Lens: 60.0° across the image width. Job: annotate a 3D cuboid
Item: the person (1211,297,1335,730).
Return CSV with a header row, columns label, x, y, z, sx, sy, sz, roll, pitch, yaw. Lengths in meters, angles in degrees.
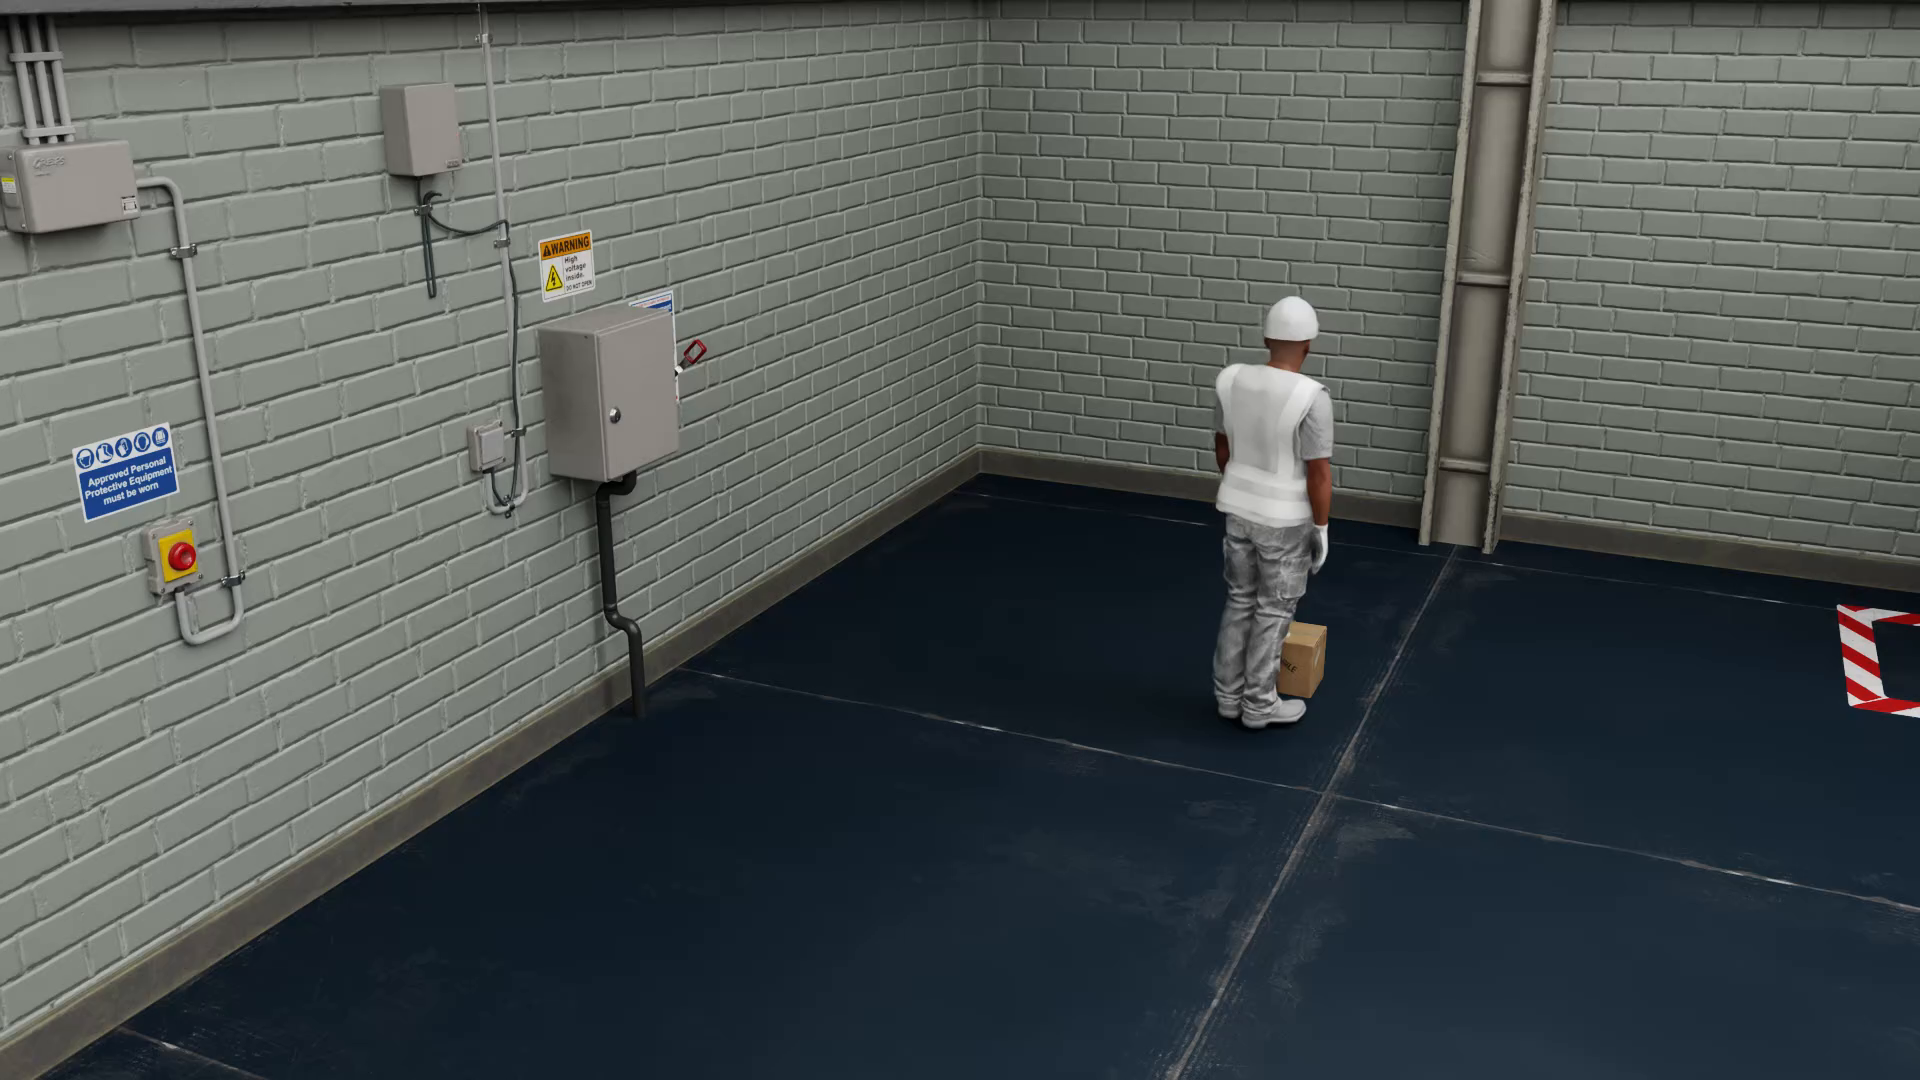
label,x,y,z,sx,sy,sz,roll,pitch,yaw
person,1.261,-0.093,6.731,0.363,1.788,0.571,-17,25,-40
